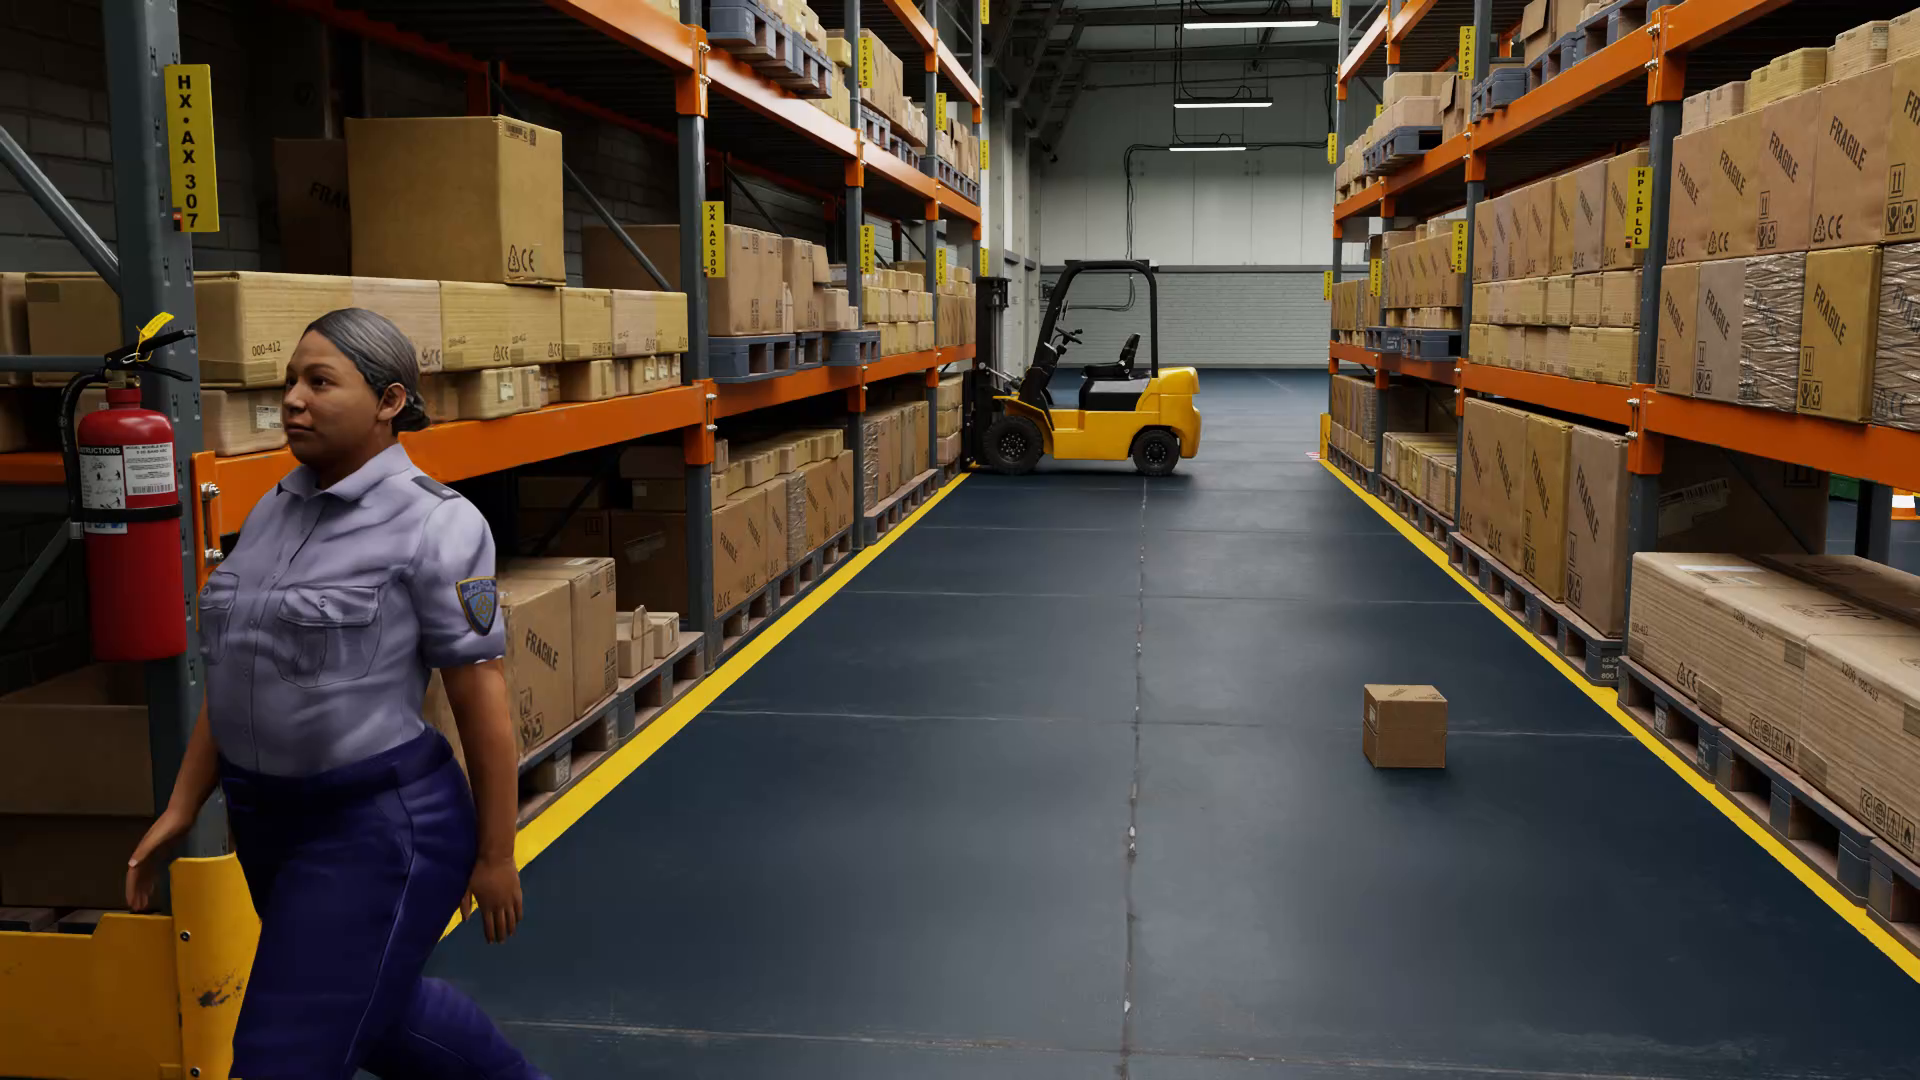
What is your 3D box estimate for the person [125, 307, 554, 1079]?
[{"bbox_3d":[-0.960,0.450,2.548,0.490,1.598,0.996,6,10,36],"label":"person"}]
